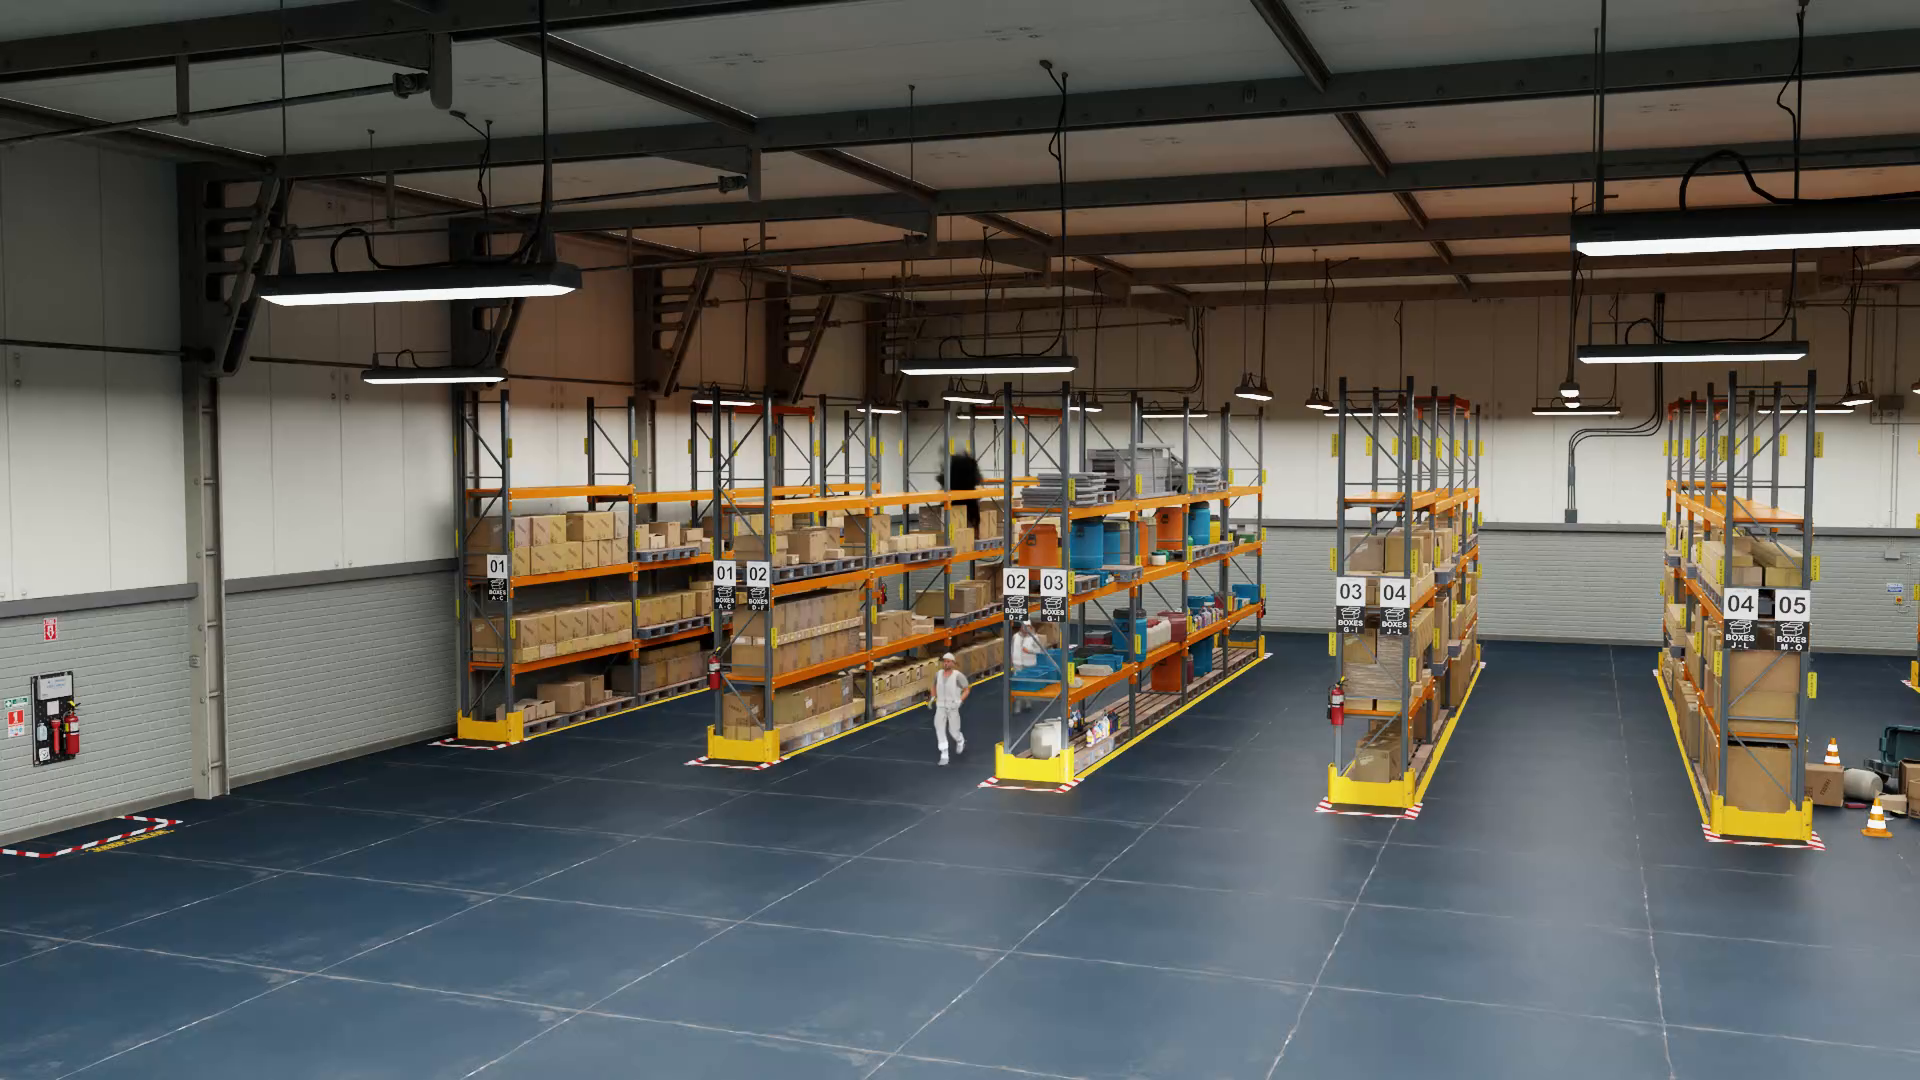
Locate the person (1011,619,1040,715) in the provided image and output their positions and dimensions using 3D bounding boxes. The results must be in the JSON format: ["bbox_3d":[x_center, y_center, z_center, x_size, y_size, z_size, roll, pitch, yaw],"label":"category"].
[{"bbox_3d":[1.211,2.387,31.506,0.624,1.831,0.752,1,3,10],"label":"person"}]

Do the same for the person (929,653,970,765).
[{"bbox_3d":[-0.167,2.659,26.430,0.691,1.748,0.804,1,3,20],"label":"person"}]
